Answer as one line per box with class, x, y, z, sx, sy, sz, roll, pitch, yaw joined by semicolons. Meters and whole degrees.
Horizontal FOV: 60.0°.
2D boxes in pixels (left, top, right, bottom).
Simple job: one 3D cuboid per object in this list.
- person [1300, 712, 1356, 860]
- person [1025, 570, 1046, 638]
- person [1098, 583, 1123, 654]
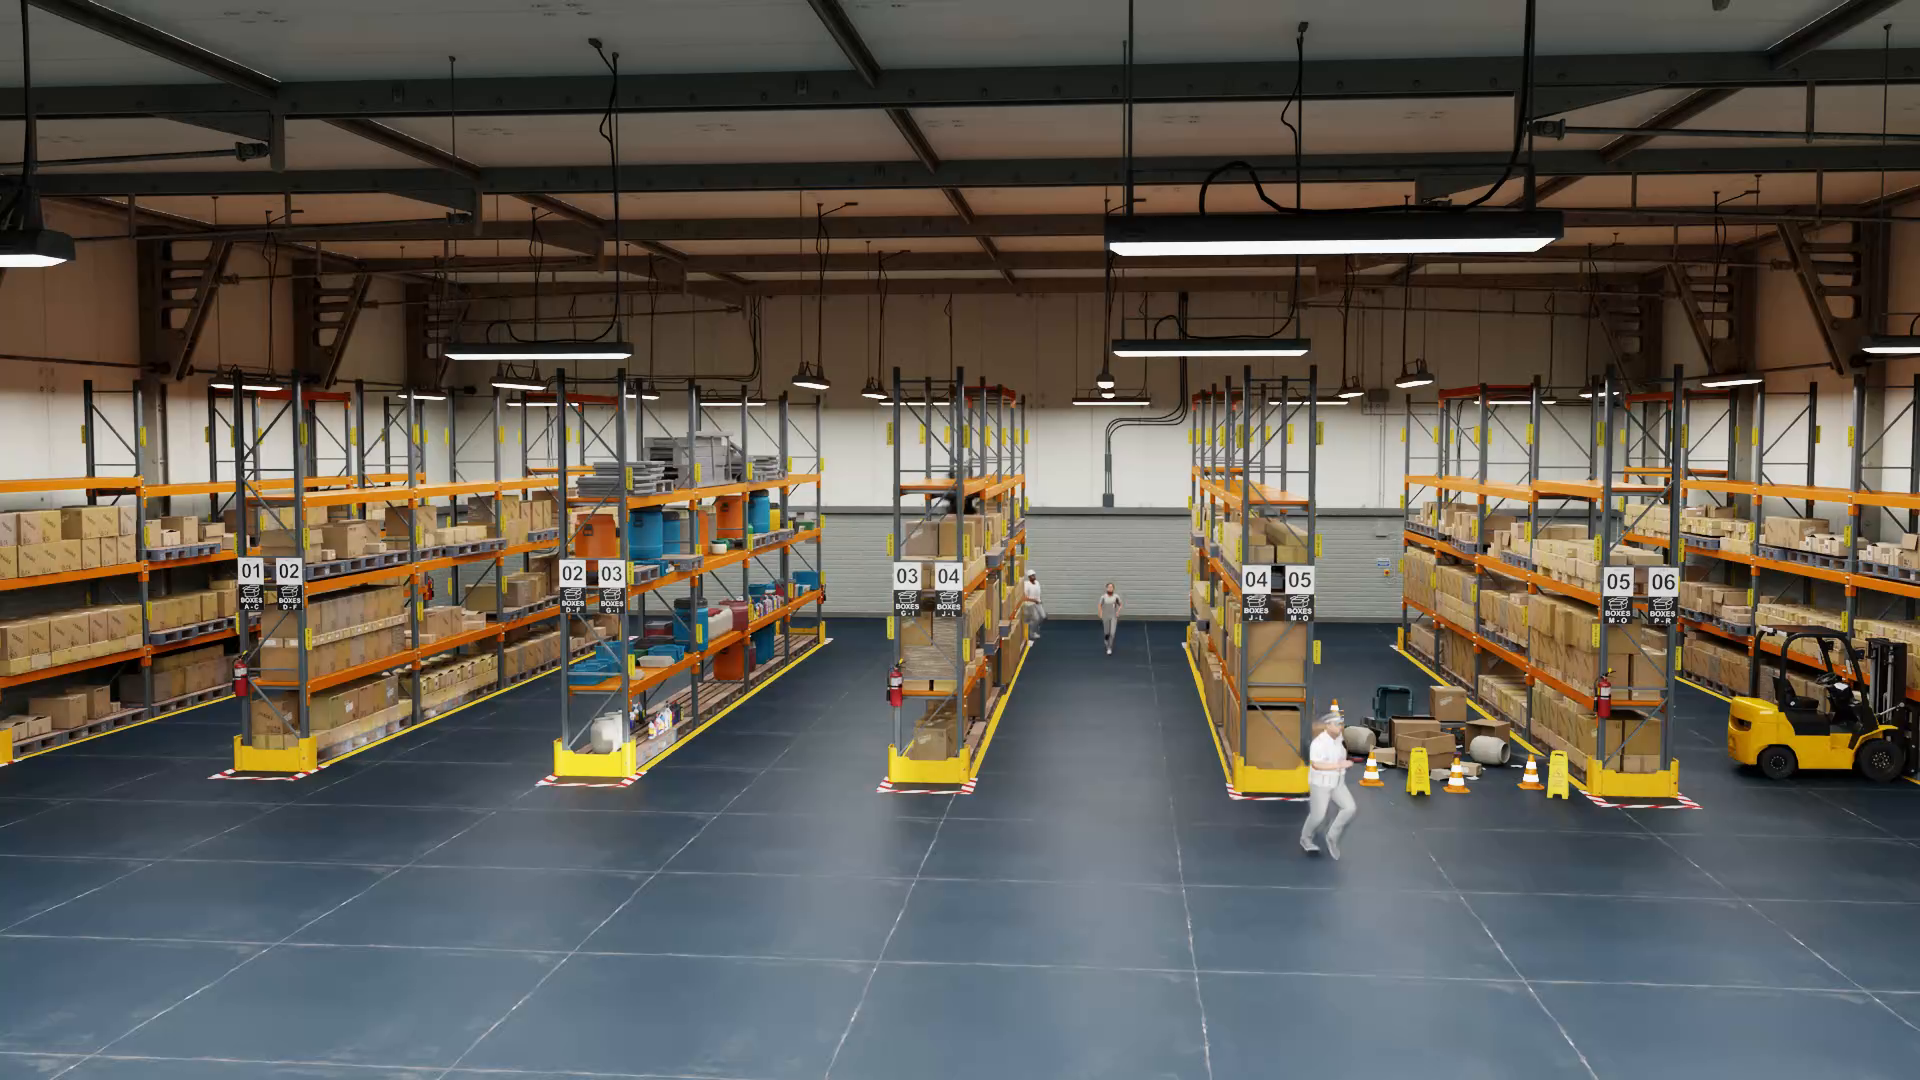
person;4.370;2.898;19.737;0.692;1.784;0.837;-3;4;-36
person;1.836;1.587;41.190;0.692;1.700;0.568;-3;4;-38
person;3.492;1.805;38.574;0.570;1.630;0.622;0;4;5
